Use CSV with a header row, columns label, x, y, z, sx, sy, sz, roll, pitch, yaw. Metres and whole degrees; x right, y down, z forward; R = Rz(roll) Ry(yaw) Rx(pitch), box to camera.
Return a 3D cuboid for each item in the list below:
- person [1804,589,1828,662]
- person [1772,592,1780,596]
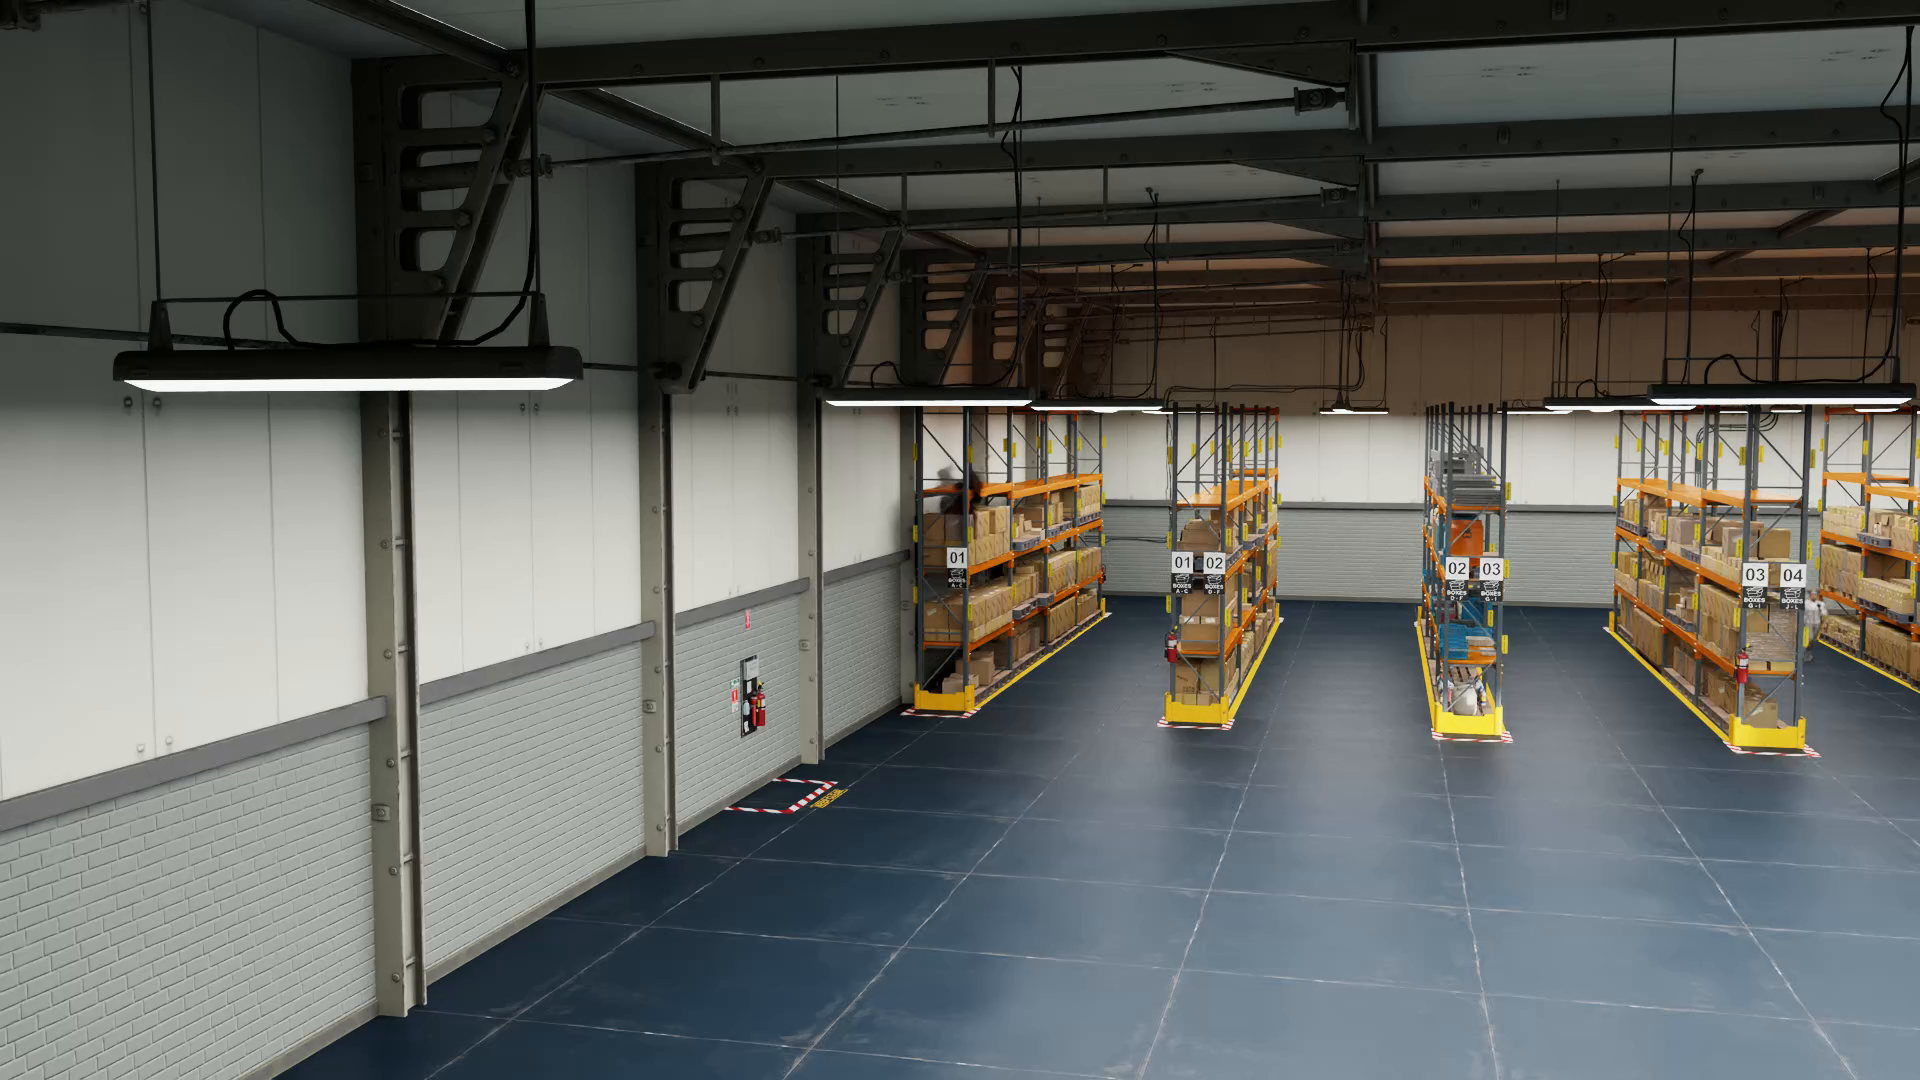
label,x,y,z,sx,sy,sz,roll,pitch,yaw
person,20.038,2.012,39.056,0.564,1.756,0.717,1,4,15
person,20.774,1.728,42.556,0.687,1.711,0.553,2,5,28
